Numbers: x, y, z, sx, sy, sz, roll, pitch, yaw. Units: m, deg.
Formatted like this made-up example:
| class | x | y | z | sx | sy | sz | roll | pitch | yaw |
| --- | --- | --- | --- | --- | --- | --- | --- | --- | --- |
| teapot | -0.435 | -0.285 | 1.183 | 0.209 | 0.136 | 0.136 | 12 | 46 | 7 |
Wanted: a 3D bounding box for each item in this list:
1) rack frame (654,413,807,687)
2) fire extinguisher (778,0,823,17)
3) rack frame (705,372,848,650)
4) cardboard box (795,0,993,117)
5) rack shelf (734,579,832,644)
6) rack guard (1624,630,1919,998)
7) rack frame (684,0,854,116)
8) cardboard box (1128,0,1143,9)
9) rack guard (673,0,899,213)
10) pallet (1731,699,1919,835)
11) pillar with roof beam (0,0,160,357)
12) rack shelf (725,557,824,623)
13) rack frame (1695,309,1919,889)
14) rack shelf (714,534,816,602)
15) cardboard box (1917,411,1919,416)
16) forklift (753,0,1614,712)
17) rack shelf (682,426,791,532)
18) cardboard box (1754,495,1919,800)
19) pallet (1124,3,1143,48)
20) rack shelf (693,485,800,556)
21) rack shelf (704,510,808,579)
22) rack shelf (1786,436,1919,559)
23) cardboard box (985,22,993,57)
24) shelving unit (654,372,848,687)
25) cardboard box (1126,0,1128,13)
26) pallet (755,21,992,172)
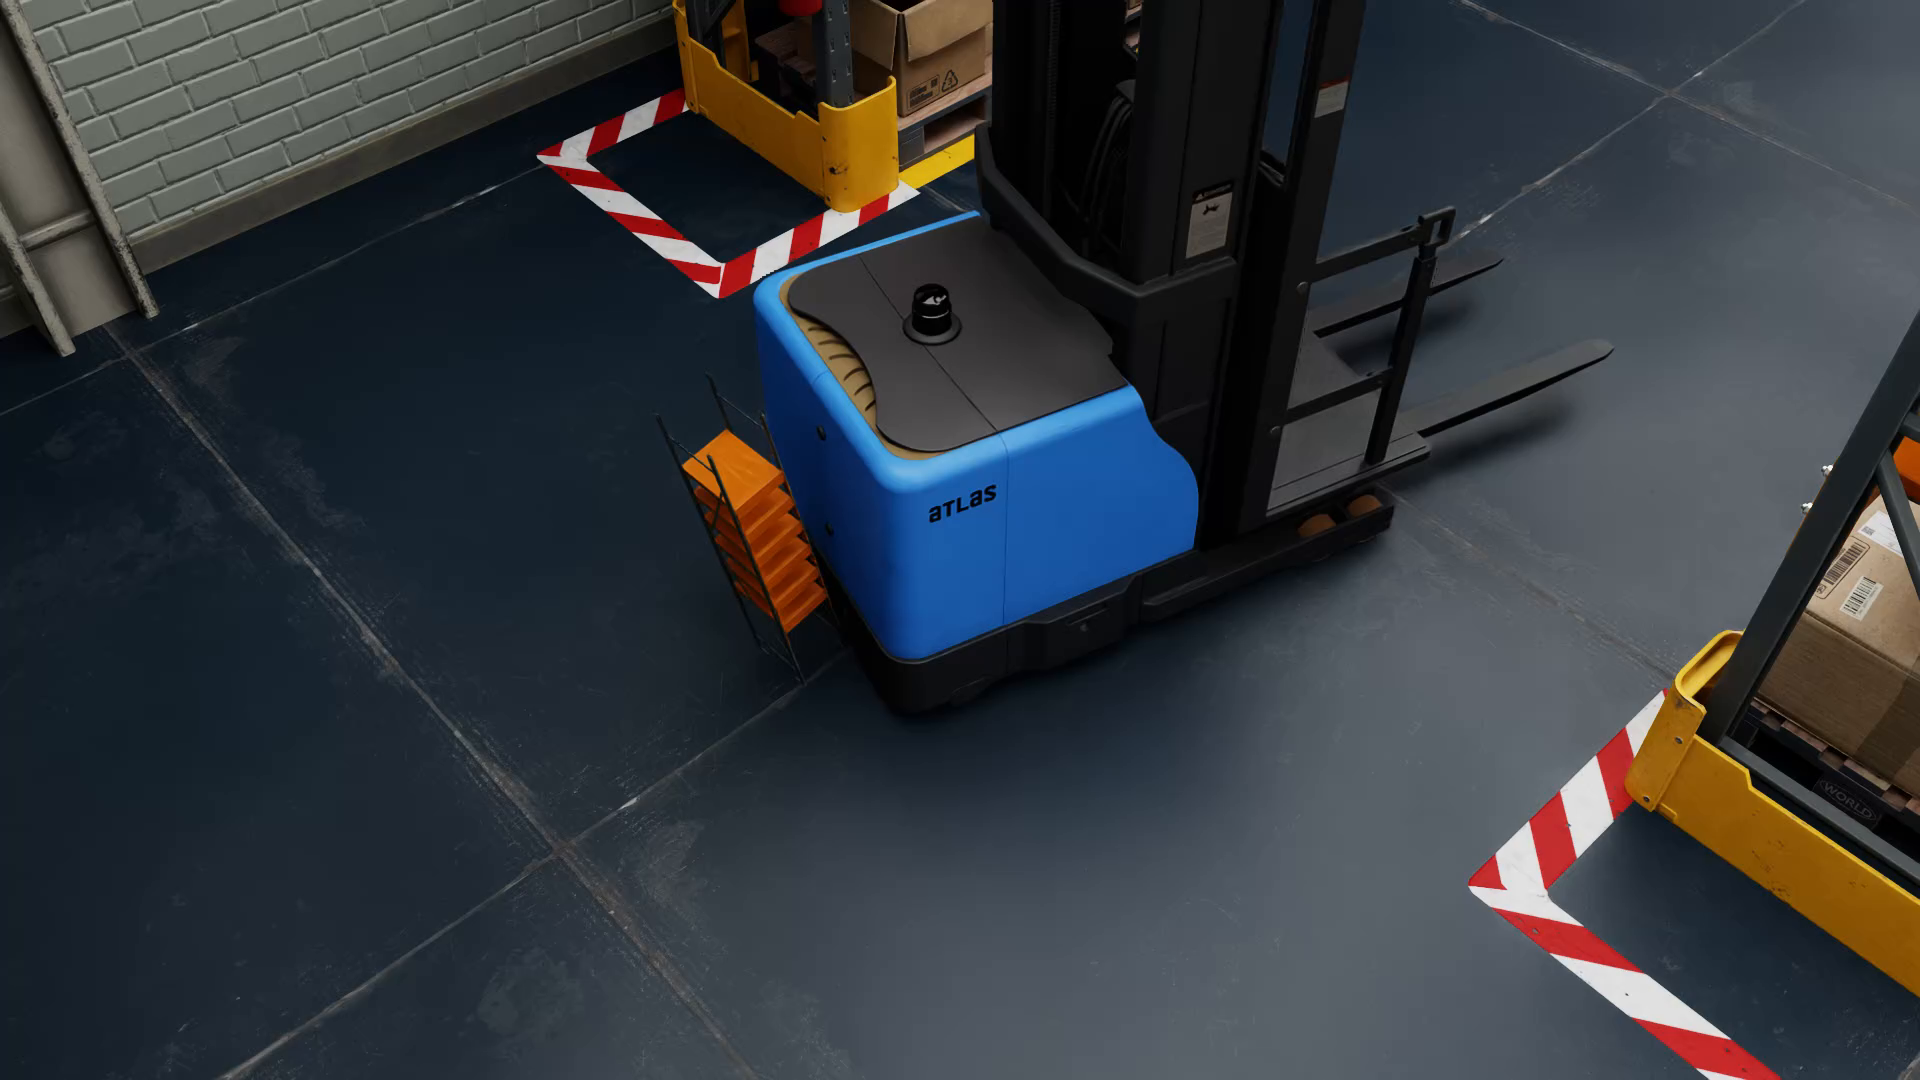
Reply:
| class | x | y | z | sx | sy | sz | roll | pitch | yaw |
| --- | --- | --- | --- | --- | --- | --- | --- | --- | --- |
| rack frame | -0.654 | 0.065 | 4.886 | 0.240 | 1.200 | 0.006 | 36 | 68 | 29 |
| fire extinguisher | -0.609 | -2.267 | 6.107 | 0.183 | 0.674 | 0.296 | -34 | 56 | -27 |
| rack frame | -0.527 | -0.051 | 4.947 | 0.240 | 1.200 | 0.006 | 36 | 68 | 29 |
| cardboard box | -0.295 | -2.290 | 7.235 | 0.637 | 0.503 | 0.797 | -36 | 57 | -28 |
| rack shelf | -0.553 | 0.169 | 5.147 | 0.258 | 0.103 | 0.180 | 36 | 68 | 29 |
| rack guard | 2.513 | 0.813 | 4.660 | 0.348 | 0.500 | 1.175 | -34 | 56 | -27 |
| rack frame | -0.811 | -2.744 | 6.241 | 0.127 | 3.000 | 1.000 | -34 | 56 | -27 |
| cardboard box | 0.822 | -2.898 | 7.798 | 0.500 | 0.500 | 0.500 | -33 | 55 | -27 |
| rack guard | -0.755 | -1.934 | 7.194 | 0.348 | 0.500 | 1.175 | -34 | 56 | -27 |
| pallet | 3.070 | 0.461 | 5.181 | 1.213 | 0.211 | 1.003 | -34 | 56 | -27 |
| pillar with roof beam | -0.516 | -1.594 | 1.098 | 0.400 | 9.000 | 9.100 | -34 | 56 | -27 |
| rack shelf | -0.569 | 0.101 | 5.049 | 0.258 | 0.103 | 0.180 | 36 | 68 | 29 |
| rack frame | 2.531 | -0.046 | 3.752 | 0.127 | 3.000 | 1.000 | -34 | 56 | -27 |
| rack shelf | -0.584 | 0.033 | 4.952 | 0.258 | 0.103 | 0.180 | 36 | 68 | 29 |
| cardboard box | 2.710 | -0.463 | 4.068 | 0.500 | 0.500 | 0.500 | -33 | 56 | -27 |
| forklift | 0.906 | -1.244 | 4.903 | 3.031 | 2.935 | 1.130 | -21 | 51 | -18 |
| rack shelf | -0.632 | -0.173 | 4.660 | 0.258 | 0.103 | 0.180 | 36 | 68 | 29 |
| cardboard box | 2.952 | 0.299 | 4.891 | 0.875 | 0.438 | 0.875 | -36 | 57 | -28 |
| pallet | 0.737 | -2.830 | 8.218 | 1.213 | 0.211 | 1.003 | -34 | 56 | -27 |
| rack shelf | -0.616 | -0.104 | 4.757 | 0.258 | 0.103 | 0.180 | 36 | 68 | 29 |
| rack shelf | -0.600 | -0.036 | 4.855 | 0.258 | 0.103 | 0.180 | 36 | 68 | 29 |
| rack shelf | 4.011 | -0.791 | 4.929 | 4.000 | 0.370 | 1.077 | -34 | 56 | -27 |
| cardboard box | 0.046 | -2.359 | 7.540 | 0.250 | 0.149 | 0.380 | -36 | 57 | -28 |
| shelving unit | -0.590 | 0.007 | 4.916 | 0.258 | 1.200 | 0.189 | 36 | 68 | 29 |
| cardboard box | 0.364 | -2.691 | 7.607 | 0.500 | 0.500 | 0.700 | -32 | 55 | -26 |
| pallet | -0.166 | -2.230 | 7.664 | 1.213 | 0.211 | 1.003 | -34 | 56 | -27 |
